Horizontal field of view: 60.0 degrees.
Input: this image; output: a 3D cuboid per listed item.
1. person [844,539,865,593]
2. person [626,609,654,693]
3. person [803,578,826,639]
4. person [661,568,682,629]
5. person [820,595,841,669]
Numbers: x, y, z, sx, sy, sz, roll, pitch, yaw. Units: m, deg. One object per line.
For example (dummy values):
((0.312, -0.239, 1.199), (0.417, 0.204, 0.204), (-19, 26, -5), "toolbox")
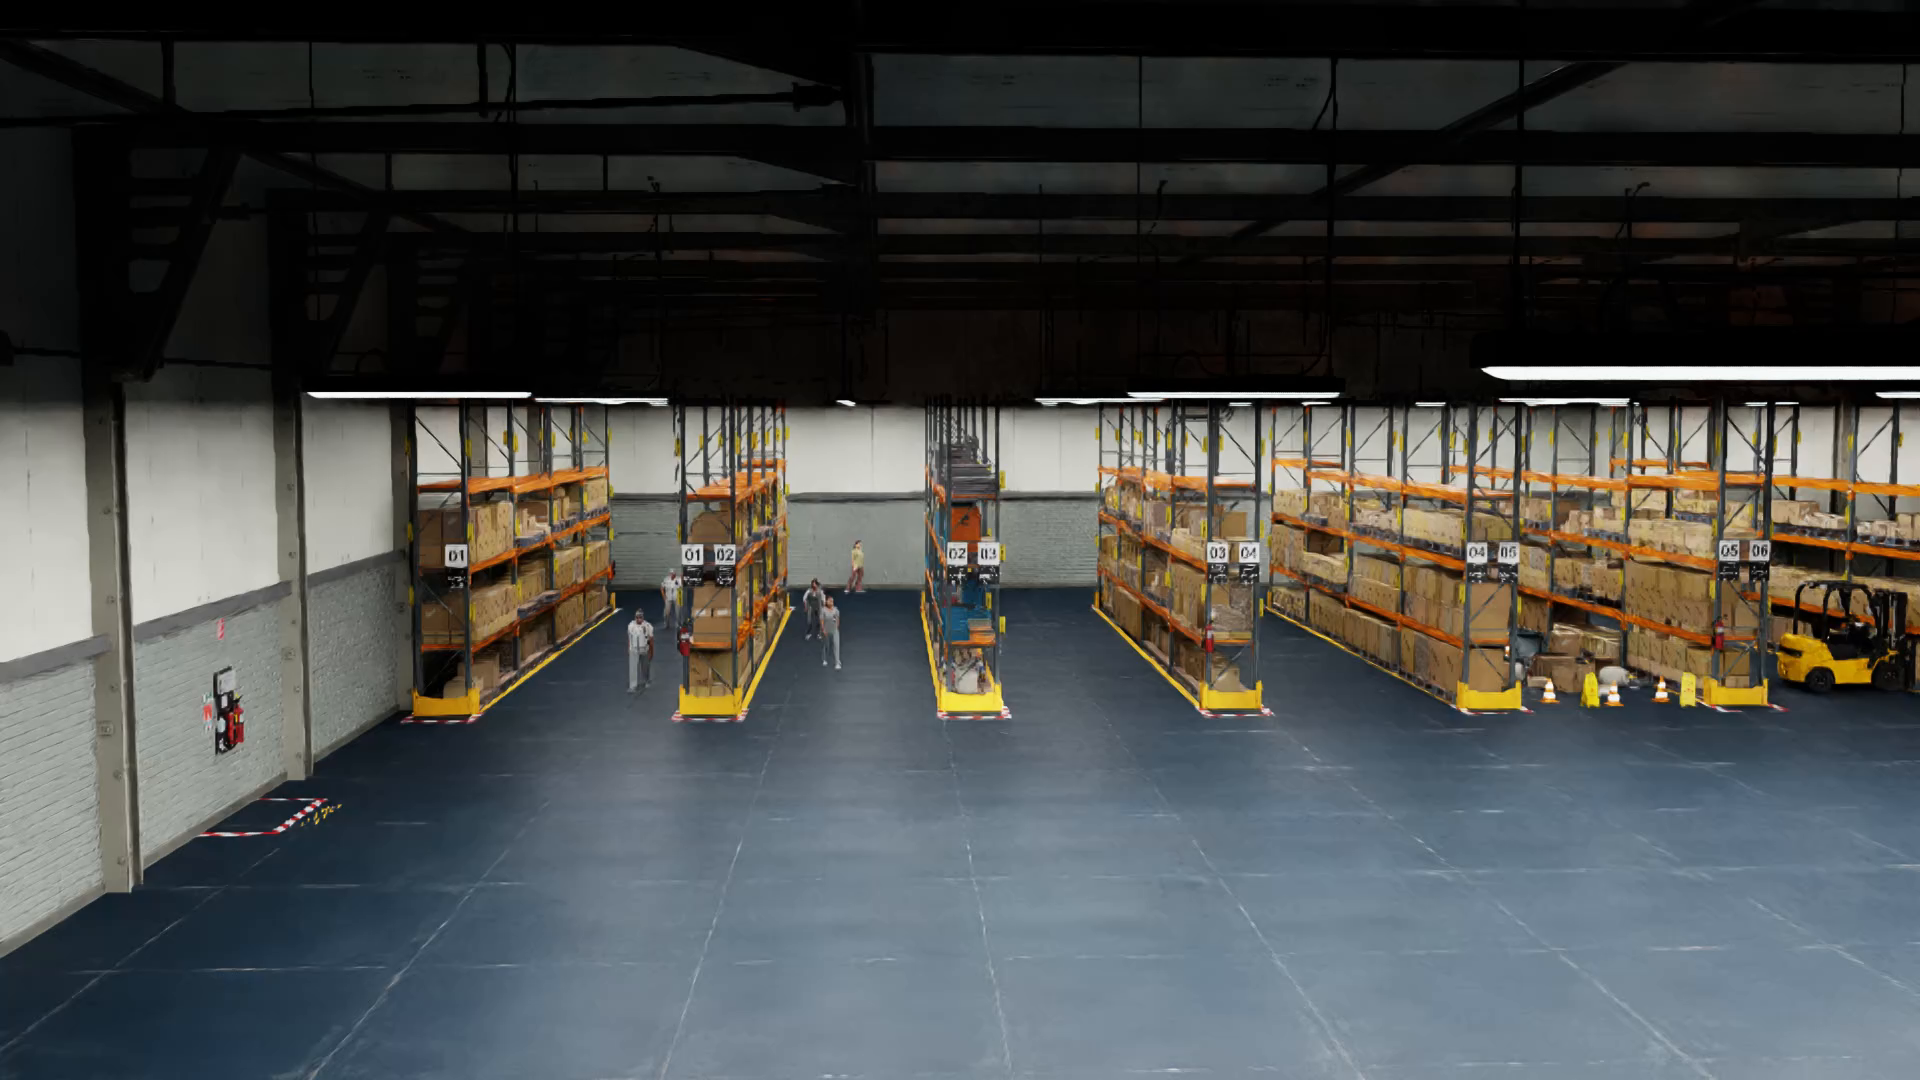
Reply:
((-3.303, 0.822, 51.595), (0.451, 1.667, 0.641), (4, 6, 38), "person")
((-6.463, 2.212, 33.637), (0.540, 1.676, 1.130), (0, 5, -5), "person")
((-3.612, 1.702, 41.260), (0.566, 1.541, 0.519), (0, 5, -5), "person")
((-7.442, 1.521, 43.125), (0.625, 1.611, 0.575), (0, 5, -4), "person")
((-2.874, 2.010, 36.677), (0.443, 1.604, 1.018), (-1, 5, -11), "person")
